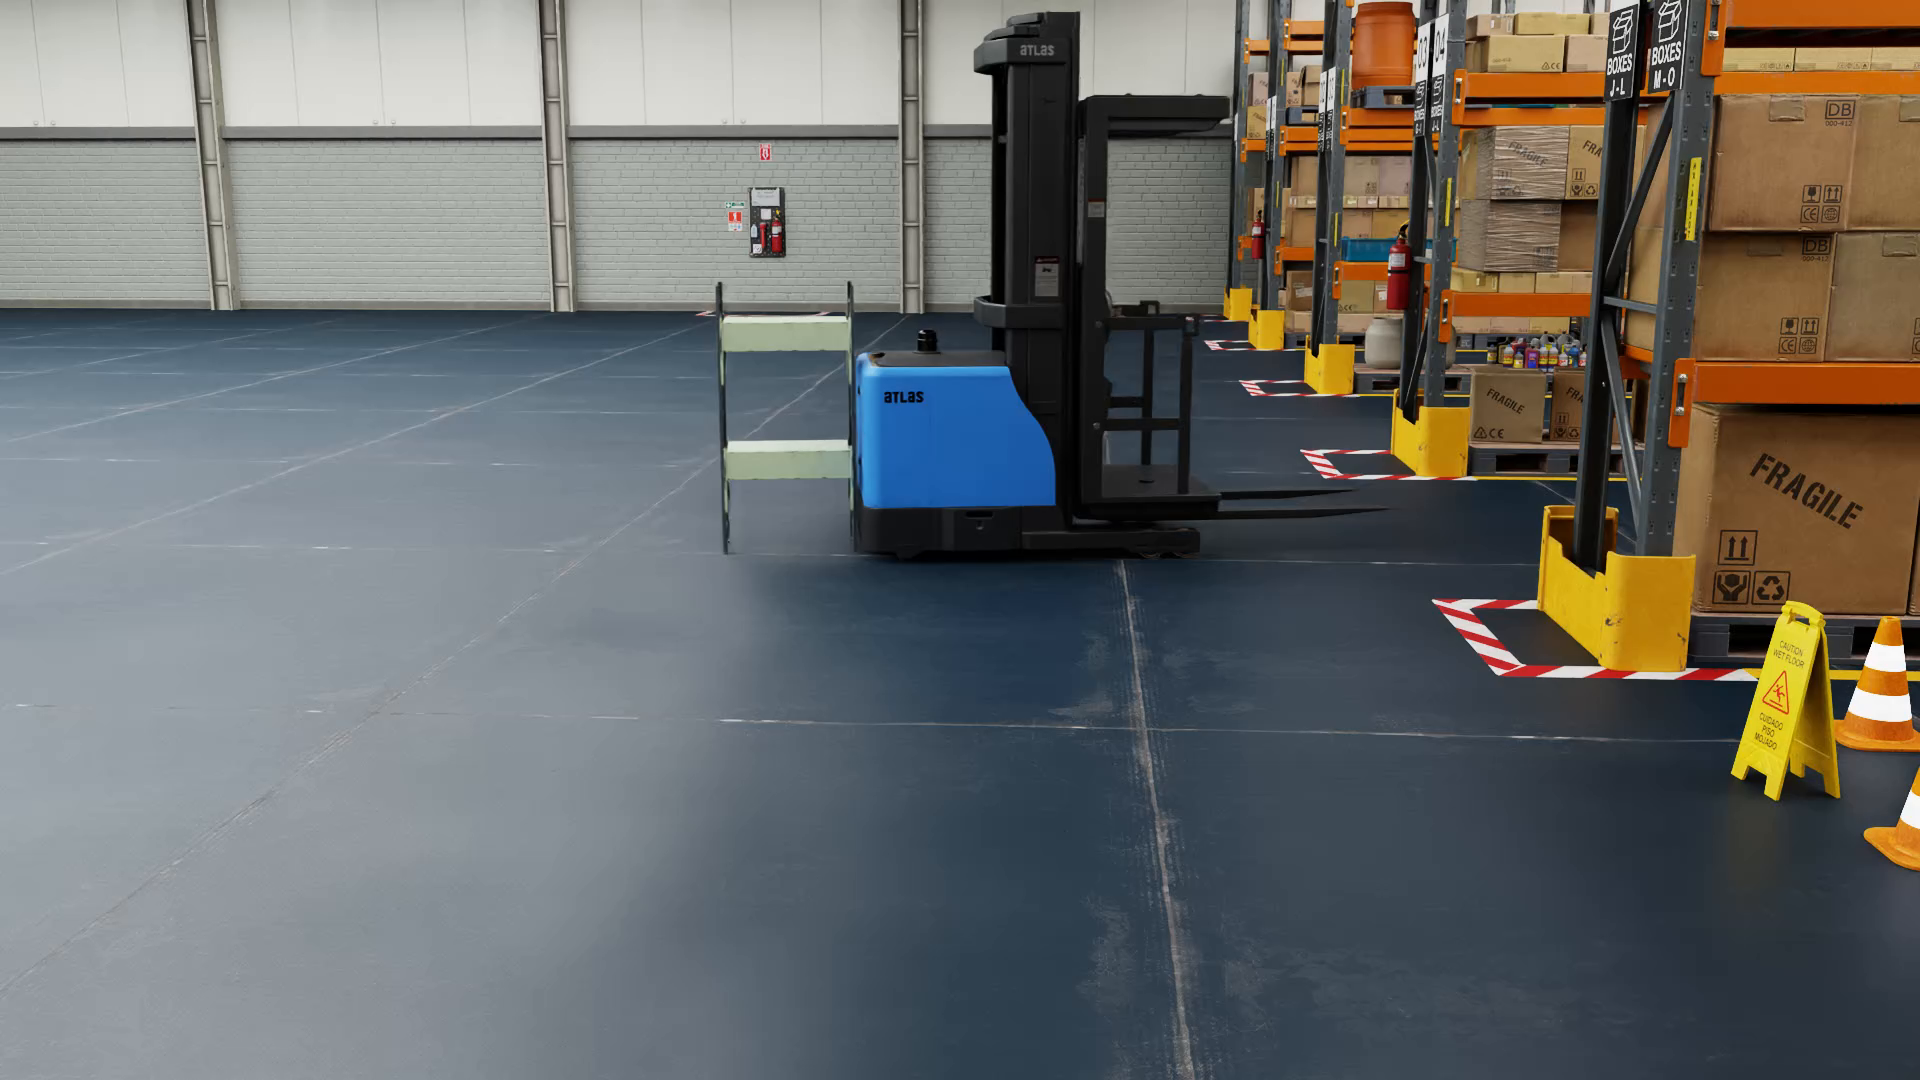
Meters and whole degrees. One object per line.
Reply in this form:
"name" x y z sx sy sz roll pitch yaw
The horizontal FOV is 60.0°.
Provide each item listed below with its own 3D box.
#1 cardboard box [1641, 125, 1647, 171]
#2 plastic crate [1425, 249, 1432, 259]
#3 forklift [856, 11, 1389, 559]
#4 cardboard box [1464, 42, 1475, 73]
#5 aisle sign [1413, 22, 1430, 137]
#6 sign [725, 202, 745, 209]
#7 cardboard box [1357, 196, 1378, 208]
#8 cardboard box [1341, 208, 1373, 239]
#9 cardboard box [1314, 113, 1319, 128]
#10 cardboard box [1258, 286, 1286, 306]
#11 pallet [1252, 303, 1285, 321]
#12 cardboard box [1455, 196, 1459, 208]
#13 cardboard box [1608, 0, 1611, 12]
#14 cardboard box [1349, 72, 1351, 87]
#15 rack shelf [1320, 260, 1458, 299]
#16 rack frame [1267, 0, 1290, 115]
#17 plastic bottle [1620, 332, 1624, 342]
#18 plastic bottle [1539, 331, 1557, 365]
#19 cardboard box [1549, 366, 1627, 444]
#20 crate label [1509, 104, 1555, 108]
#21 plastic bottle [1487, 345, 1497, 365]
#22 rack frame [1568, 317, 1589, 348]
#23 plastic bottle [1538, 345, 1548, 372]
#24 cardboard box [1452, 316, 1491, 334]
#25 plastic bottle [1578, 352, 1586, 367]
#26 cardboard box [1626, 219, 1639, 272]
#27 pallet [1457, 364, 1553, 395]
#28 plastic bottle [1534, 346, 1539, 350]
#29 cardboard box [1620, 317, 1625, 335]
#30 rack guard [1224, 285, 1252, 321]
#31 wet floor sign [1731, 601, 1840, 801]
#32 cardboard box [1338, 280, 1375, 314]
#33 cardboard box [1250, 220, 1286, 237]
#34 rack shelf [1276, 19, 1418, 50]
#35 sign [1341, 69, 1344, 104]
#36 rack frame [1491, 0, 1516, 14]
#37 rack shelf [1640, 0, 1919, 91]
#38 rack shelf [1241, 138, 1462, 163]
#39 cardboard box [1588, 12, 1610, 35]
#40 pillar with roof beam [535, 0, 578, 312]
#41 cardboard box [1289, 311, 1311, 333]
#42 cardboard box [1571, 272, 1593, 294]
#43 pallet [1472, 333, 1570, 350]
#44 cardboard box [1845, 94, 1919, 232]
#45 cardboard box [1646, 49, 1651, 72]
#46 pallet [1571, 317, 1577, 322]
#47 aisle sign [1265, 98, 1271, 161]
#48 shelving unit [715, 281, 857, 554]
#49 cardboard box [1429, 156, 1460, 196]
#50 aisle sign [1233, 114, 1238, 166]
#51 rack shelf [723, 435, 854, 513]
"cardboard box" 4.958 -2.643 11.665 0.500 0.500 0.500 1 12 4
"plastic crate" 4.632 -2.842 16.673 0.250 0.136 0.298 1 12 4
"forklift" 0.925 -1.435 9.471 3.031 2.935 1.130 -1 12 -6
"cardboard box" 3.928 -3.477 12.106 0.500 0.250 0.500 1 12 5
"aisle sign" 3.388 -3.372 12.212 0.004 0.787 0.394 1 12 4
"sign" -3.811 -5.668 28.154 0.331 0.109 0.001 1 12 4
"cardboard box" 5.237 -4.367 21.492 0.250 0.149 0.380 1 12 3
"cardboard box" 5.085 -4.095 21.773 0.500 0.500 0.700 1 12 5
"cardboard box" 5.792 -6.523 26.009 0.500 0.500 0.500 1 12 6
"cardboard box" 5.107 -3.944 26.791 0.500 0.311 0.500 -1 12 -3
"pallet" 5.307 -3.689 26.887 1.213 0.211 1.003 1 12 4
"cardboard box" 6.269 -4.353 21.425 0.250 0.149 0.380 1 12 6
"cardboard box" 4.993 -3.975 11.928 0.500 0.500 0.500 1 12 4
"cardboard box" 5.800 -7.013 25.905 0.500 0.500 0.500 1 12 5
"rack shelf" 5.756 -2.670 16.961 4.000 0.370 1.077 1 12 4
"rack frame" 4.096 -6.997 21.242 0.127 3.000 1.000 1 12 4
"plastic bottle" 6.974 -2.009 17.441 0.185 0.351 0.144 1 12 5
"plastic bottle" 6.176 -2.020 17.494 0.185 0.351 0.144 1 12 6
"cardboard box" 4.651 -1.006 12.332 0.500 0.500 0.500 4 12 19
"crate label" 5.606 -4.351 16.282 0.408 0.251 0.502 1 12 4
"plastic bottle" 5.623 -1.959 17.568 0.097 0.201 0.097 0 12 0
"rack frame" 8.087 -4.006 21.594 0.127 3.000 1.000 1 12 4
"plastic bottle" 5.891 -1.836 16.808 0.097 0.271 0.097 0 12 0
"cardboard box" 6.611 -2.840 21.710 0.500 0.250 0.500 1 12 4
"plastic bottle" 6.295 -1.796 16.788 0.097 0.201 0.097 0 12 0
"cardboard box" 4.980 -2.221 12.088 0.500 0.500 0.875 1 12 4
"pallet" 5.864 -1.663 17.204 1.213 0.211 1.003 1 12 4
"plastic bottle" 6.021 -1.923 17.393 0.097 0.201 0.097 0 12 0
"cardboard box" 8.473 -2.810 21.565 0.500 0.250 0.500 1 12 2
"rack guard" 4.499 -3.849 26.945 0.348 0.500 1.175 1 12 4
"wet floor sign" 2.836 0.531 5.653 0.232 0.644 0.267 -1 12 -6
"cardboard box" 5.115 -3.229 21.735 0.500 0.500 0.500 1 12 4
"cardboard box" 4.889 -4.938 26.365 0.500 0.250 0.500 0 12 2
"rack shelf" 6.091 -6.422 21.226 4.000 0.370 1.077 1 12 4
"sign" 3.720 -4.409 16.174 0.005 0.325 0.100 1 12 4
"rack frame" 8.414 -7.955 25.818 0.127 3.000 1.000 1 12 4
"rack shelf" 4.993 -2.114 6.980 4.000 0.370 1.077 1 12 4
"rack shelf" 6.418 -6.162 26.330 4.000 0.370 1.077 1 12 4
"cardboard box" 4.469 -3.556 11.510 0.250 0.149 0.380 1 12 6
"pillar with roof beam" -7.082 -7.461 23.459 0.400 9.000 9.100 1 12 4
"cardboard box" 4.616 -2.868 21.842 0.500 0.250 0.500 1 12 4
"cardboard box" 4.446 -1.849 11.894 0.250 0.149 0.380 1 12 4
"pallet" 7.296 -2.661 21.973 1.213 0.211 1.003 1 12 4
"cardboard box" 3.920 -1.626 7.210 0.550 0.550 0.875 1 12 4
"cardboard box" 4.902 -3.359 11.542 0.500 0.250 0.500 1 12 4
"pallet" 9.191 -3.643 26.669 1.213 0.211 1.003 1 12 4
"aisle sign" 4.050 -5.394 21.881 0.004 0.787 0.394 1 12 4
"shelving unit" -0.980 -0.701 9.458 0.755 1.500 0.431 -1 12 -6
"cardboard box" 6.141 -4.716 21.573 0.500 0.500 0.700 1 12 4
"aisle sign" 4.331 -6.285 26.140 0.004 0.787 0.394 1 12 4
"rack shelf" -0.980 -0.382 9.525 0.720 0.370 0.431 -1 12 -6
